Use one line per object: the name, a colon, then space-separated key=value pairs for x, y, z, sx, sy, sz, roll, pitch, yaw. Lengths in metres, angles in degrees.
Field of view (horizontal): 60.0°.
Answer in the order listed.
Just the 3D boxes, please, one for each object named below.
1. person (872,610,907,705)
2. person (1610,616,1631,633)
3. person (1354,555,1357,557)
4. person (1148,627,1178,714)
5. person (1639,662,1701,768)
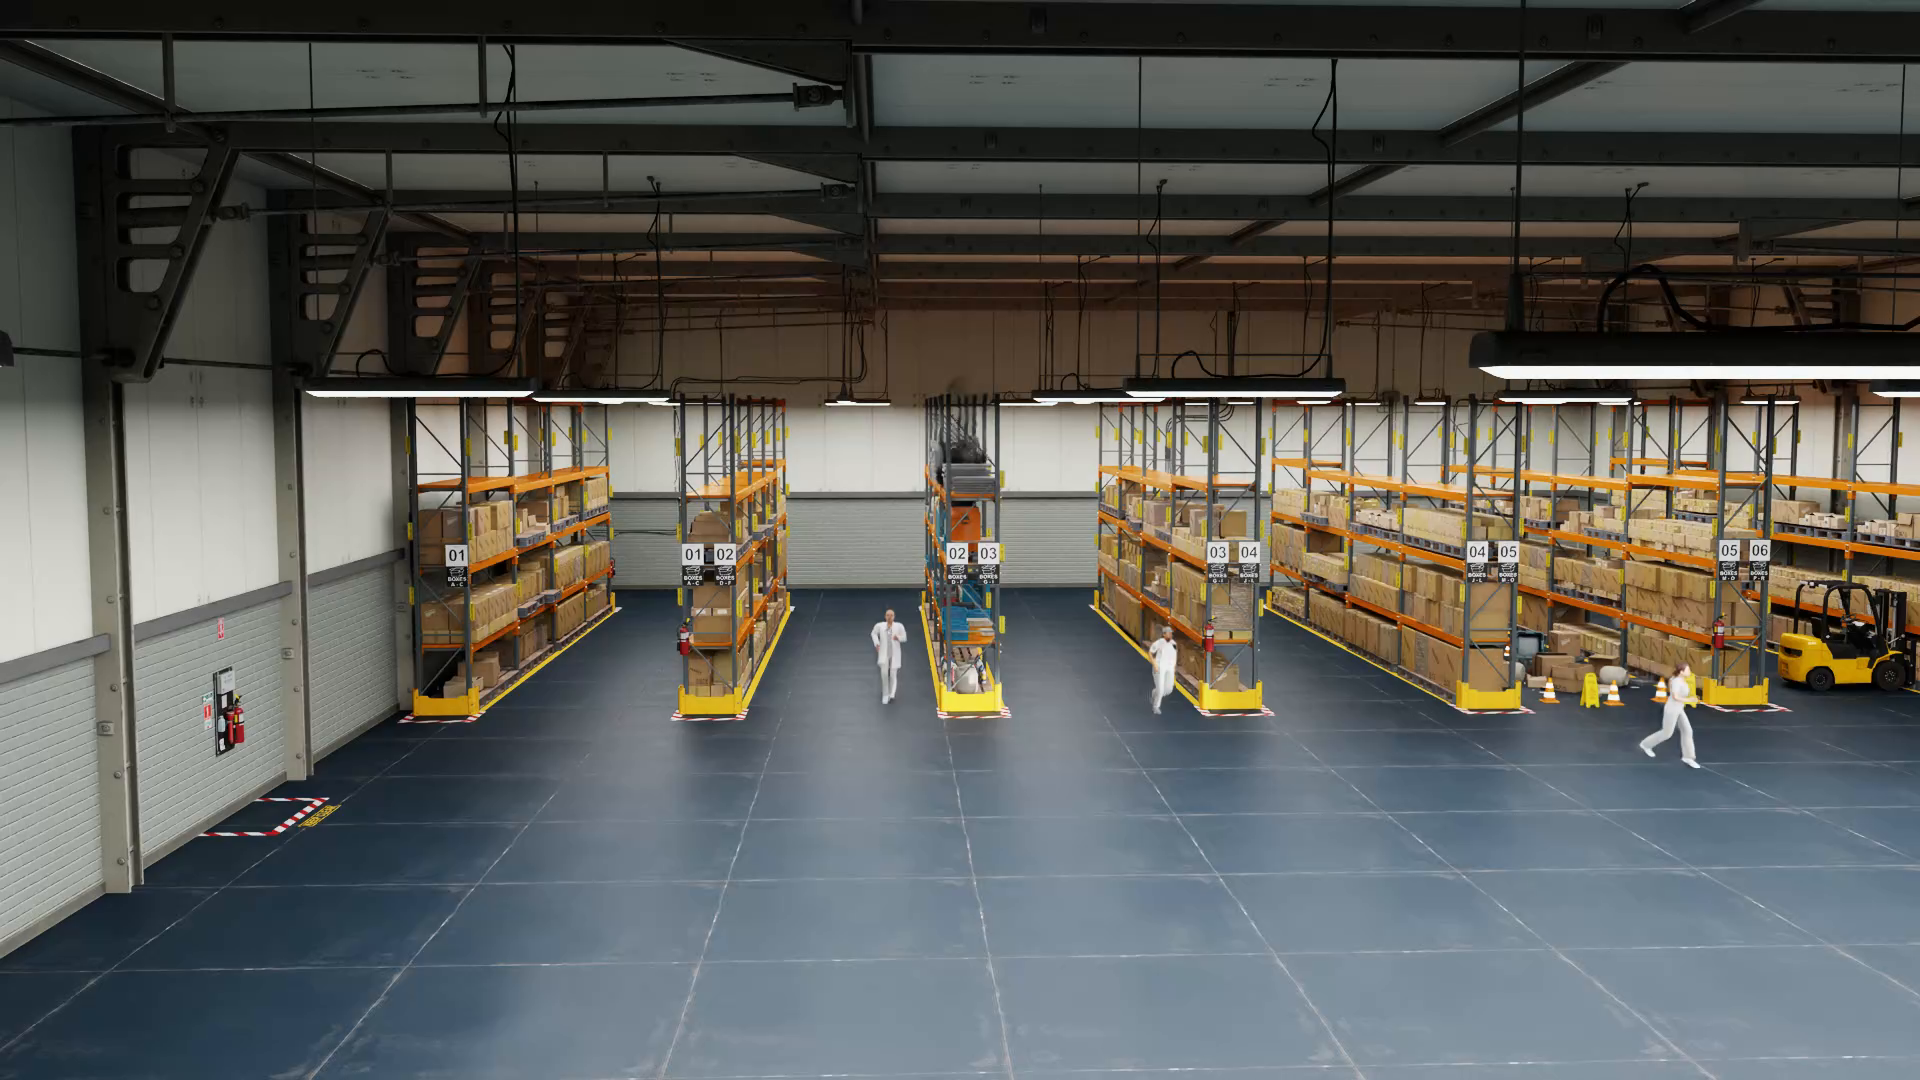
person: x=-1.374 y=2.274 z=32.405 sx=0.682 sy=1.834 sz=0.804 roll=0 pitch=5 yaw=-4
person: x=16.799 y=1.517 z=42.255 sx=0.646 sy=1.816 sz=0.753 roll=-1 pitch=5 yaw=-12
person: x=11.247 y=1.201 z=47.375 sx=0.600 sy=1.558 sz=0.483 roll=-1 pitch=5 yaw=-13
person: x=3.847 y=2.447 z=31.498 sx=0.647 sy=1.621 sz=0.546 roll=-2 pitch=5 yaw=-24
person: x=11.457 y=2.794 z=26.784 sx=0.956 sy=1.694 sz=0.595 roll=3 pitch=6 yaw=37
